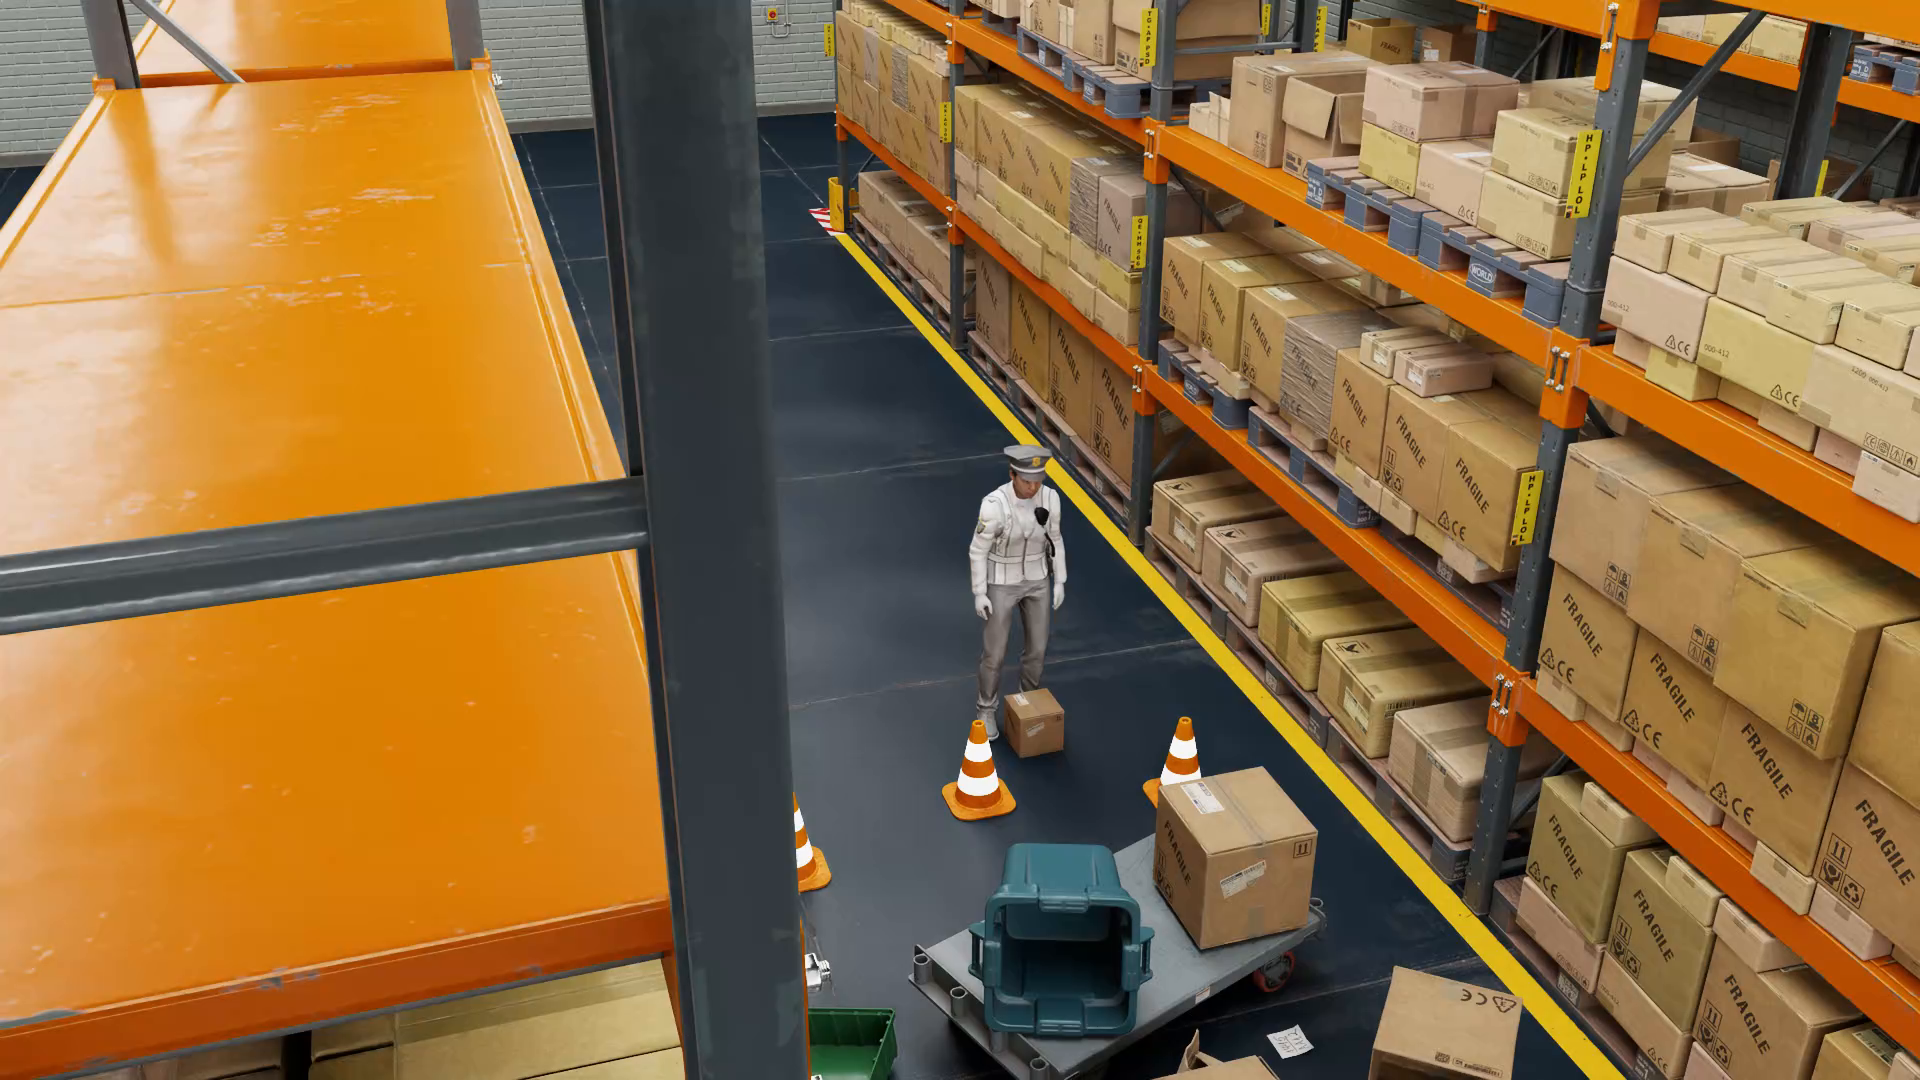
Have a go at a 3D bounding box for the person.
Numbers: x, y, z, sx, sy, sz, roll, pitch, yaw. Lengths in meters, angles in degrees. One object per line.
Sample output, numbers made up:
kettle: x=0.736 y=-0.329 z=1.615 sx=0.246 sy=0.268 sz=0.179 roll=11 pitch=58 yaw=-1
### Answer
person: x=0.312 y=0.253 z=8.836 sx=0.529 sy=1.664 sz=0.372 roll=-8 pitch=28 yaw=-16
